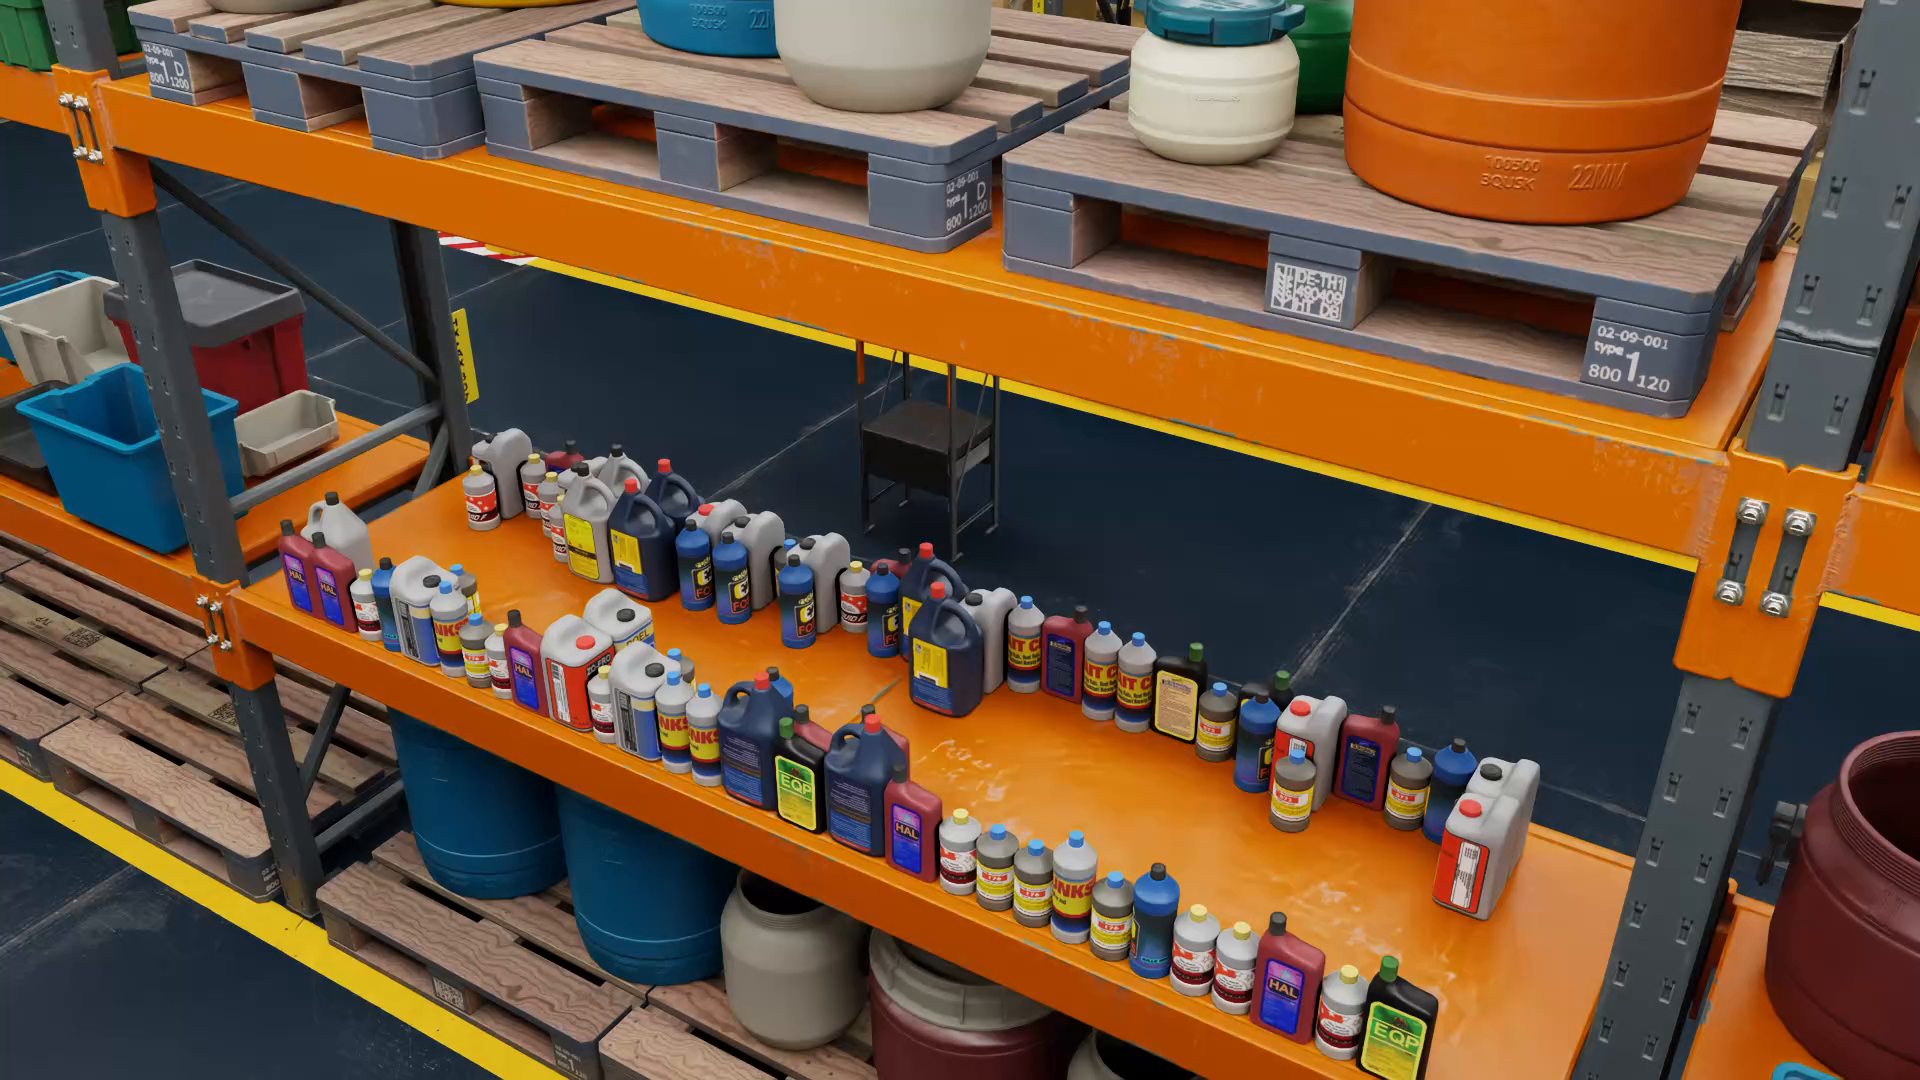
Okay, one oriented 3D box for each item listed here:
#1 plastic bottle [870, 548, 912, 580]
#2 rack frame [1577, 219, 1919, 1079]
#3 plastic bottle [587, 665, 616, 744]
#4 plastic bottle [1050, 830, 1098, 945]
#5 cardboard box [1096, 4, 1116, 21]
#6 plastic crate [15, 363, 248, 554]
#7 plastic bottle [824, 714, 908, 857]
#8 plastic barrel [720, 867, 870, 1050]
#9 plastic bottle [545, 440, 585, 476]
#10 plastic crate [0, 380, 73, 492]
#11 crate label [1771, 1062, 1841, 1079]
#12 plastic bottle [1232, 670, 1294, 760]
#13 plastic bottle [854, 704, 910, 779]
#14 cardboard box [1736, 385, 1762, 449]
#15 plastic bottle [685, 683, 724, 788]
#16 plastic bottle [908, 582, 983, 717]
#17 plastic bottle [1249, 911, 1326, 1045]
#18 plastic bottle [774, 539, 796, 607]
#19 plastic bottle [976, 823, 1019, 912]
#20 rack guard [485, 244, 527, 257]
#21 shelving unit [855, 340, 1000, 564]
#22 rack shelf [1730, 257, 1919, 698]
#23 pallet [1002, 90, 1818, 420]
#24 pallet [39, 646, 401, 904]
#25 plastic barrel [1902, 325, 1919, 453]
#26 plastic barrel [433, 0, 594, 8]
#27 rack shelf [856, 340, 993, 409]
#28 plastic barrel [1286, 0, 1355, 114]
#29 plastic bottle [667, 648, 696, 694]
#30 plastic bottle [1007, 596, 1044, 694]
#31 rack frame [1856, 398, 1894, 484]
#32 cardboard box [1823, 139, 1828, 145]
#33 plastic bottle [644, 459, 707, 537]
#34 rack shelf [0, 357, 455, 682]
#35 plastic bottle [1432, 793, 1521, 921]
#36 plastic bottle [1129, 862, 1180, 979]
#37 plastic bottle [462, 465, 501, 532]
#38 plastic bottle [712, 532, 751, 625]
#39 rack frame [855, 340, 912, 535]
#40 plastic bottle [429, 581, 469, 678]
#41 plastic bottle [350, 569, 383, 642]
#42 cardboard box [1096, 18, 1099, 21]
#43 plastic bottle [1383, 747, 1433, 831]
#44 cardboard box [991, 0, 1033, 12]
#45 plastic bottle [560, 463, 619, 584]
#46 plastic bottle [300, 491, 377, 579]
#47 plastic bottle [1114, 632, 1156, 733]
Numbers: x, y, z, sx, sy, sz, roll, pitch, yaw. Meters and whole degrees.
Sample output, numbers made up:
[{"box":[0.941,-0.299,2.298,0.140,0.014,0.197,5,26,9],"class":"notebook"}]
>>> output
[{"box":[-0.184,0.142,4.645,0.133,0.283,0.061,18,35,27],"class":"plastic bottle"},{"box":[1.431,0.822,3.364,0.127,3.000,1.000,18,35,27],"class":"rack frame"},{"box":[-0.899,0.414,4.261,0.097,0.201,0.097,0,30,0],"class":"plastic bottle"},{"box":[0.249,0.747,3.621,0.097,0.271,0.097,0,30,0],"class":"plastic bottle"},{"box":[1.249,-4.495,14.299,0.250,0.149,0.380,16,34,25],"class":"cardboard box"},{"box":[-2.533,-0.248,5.154,0.575,0.384,0.392,18,35,27],"class":"plastic crate"},{"box":[-0.219,0.551,3.878,0.185,0.351,0.144,18,35,27],"class":"plastic bottle"},{"box":[-0.474,1.176,4.810,0.421,0.512,0.421,0,30,0],"class":"plastic barrel"},{"box":[-1.231,-0.189,5.213,0.133,0.283,0.061,18,35,27],"class":"plastic bottle"},{"box":[-3.047,-0.342,5.572,0.590,0.125,0.437,18,35,27],"class":"plastic crate"},{"box":[1.589,1.167,2.938,0.416,0.233,0.303,18,35,27],"class":"crate label"},{"box":[0.756,0.439,4.136,0.133,0.283,0.061,18,35,27],"class":"plastic bottle"},{"box":[-0.186,0.529,3.982,0.133,0.283,0.061,18,35,27],"class":"plastic bottle"},{"box":[3.491,-0.749,7.749,0.875,0.875,1.225,16,34,25],"class":"cardboard box"},{"box":[-0.620,0.472,4.092,0.097,0.271,0.097,0,30,0],"class":"plastic bottle"},{"box":[-0.038,0.275,4.351,0.185,0.351,0.144,18,35,27],"class":"plastic bottle"},{"box":[0.667,0.885,3.373,0.133,0.283,0.061,18,35,27],"class":"plastic bottle"},{"box":[-0.487,0.093,4.812,0.097,0.201,0.097,0,30,0],"class":"plastic bottle"},{"box":[0.084,0.725,3.728,0.097,0.201,0.097,0,30,0],"class":"plastic bottle"},{"box":[-2.732,-2.362,11.302,0.348,0.500,1.175,18,35,27],"class":"rack guard"},{"box":[-0.140,-0.951,7.297,0.503,2.100,0.431,18,35,27],"class":"shelving unit"},{"box":[3.125,0.373,1.871,4.000,0.370,1.077,18,35,27],"class":"rack shelf"},{"box":[0.836,-0.638,3.078,1.213,0.211,1.003,18,35,27],"class":"pallet"},{"box":[-2.600,0.775,6.213,1.213,0.211,1.003,18,35,27],"class":"pallet"},{"box":[1.532,-0.308,2.213,0.421,0.512,0.421,0,30,0],"class":"plastic barrel"},{"box":[-1.076,-1.650,4.021,0.600,0.588,0.600,0,30,0],"class":"plastic barrel"},{"box":[-0.140,-0.940,7.304,0.480,0.518,0.431,18,35,27],"class":"rack shelf"},{"box":[0.656,-0.970,3.196,0.294,0.245,0.294,0,30,0],"class":"plastic barrel"},{"box":[-0.736,0.375,4.327,0.097,0.201,0.097,0,30,0],"class":"plastic bottle"},{"box":[0.175,0.272,4.435,0.097,0.271,0.097,0,30,0],"class":"plastic bottle"},{"box":[4.065,-1.292,6.987,0.127,3.000,1.000,18,35,27],"class":"rack frame"},{"box":[3.798,-1.581,7.384,0.500,0.500,0.500,19,35,29],"class":"cardboard box"},{"box":[-0.847,-0.072,4.945,0.185,0.351,0.144,18,35,27],"class":"plastic bottle"},{"box":[-3.650,-0.474,6.300,4.000,0.370,1.077,18,35,27],"class":"rack shelf"},{"box":[1.156,0.687,3.719,0.135,0.276,0.152,18,35,27],"class":"plastic bottle"},{"box":[0.414,0.799,3.532,0.097,0.271,0.097,0,30,0],"class":"plastic bottle"},{"box":[-1.501,-0.138,5.206,0.097,0.201,0.097,0,30,0],"class":"plastic bottle"},{"box":[-0.651,0.101,4.728,0.097,0.271,0.097,0,30,0],"class":"plastic bottle"},{"box":[-0.347,-1.017,7.409,0.015,2.100,0.400,18,35,27],"class":"rack frame"},{"box":[-1.373,0.234,4.500,0.097,0.271,0.097,0,30,0],"class":"plastic bottle"},{"box":[-1.652,0.176,4.669,0.097,0.201,0.097,0,30,0],"class":"plastic bottle"},{"box":[0.971,-4.270,13.915,0.250,0.149,0.380,16,34,25],"class":"cardboard box"},{"box":[1.071,0.585,3.967,0.097,0.201,0.097,0,30,0],"class":"plastic bottle"},{"box":[0.145,-2.760,8.613,0.500,0.500,0.500,19,35,29],"class":"cardboard box"},{"box":[-1.081,-0.060,4.925,0.185,0.351,0.144,18,35,27],"class":"plastic bottle"},{"box":[-1.796,0.015,4.796,0.185,0.351,0.144,18,35,27],"class":"plastic bottle"},{"box":[0.453,0.360,4.284,0.097,0.271,0.097,0,30,0],"class":"plastic bottle"}]
